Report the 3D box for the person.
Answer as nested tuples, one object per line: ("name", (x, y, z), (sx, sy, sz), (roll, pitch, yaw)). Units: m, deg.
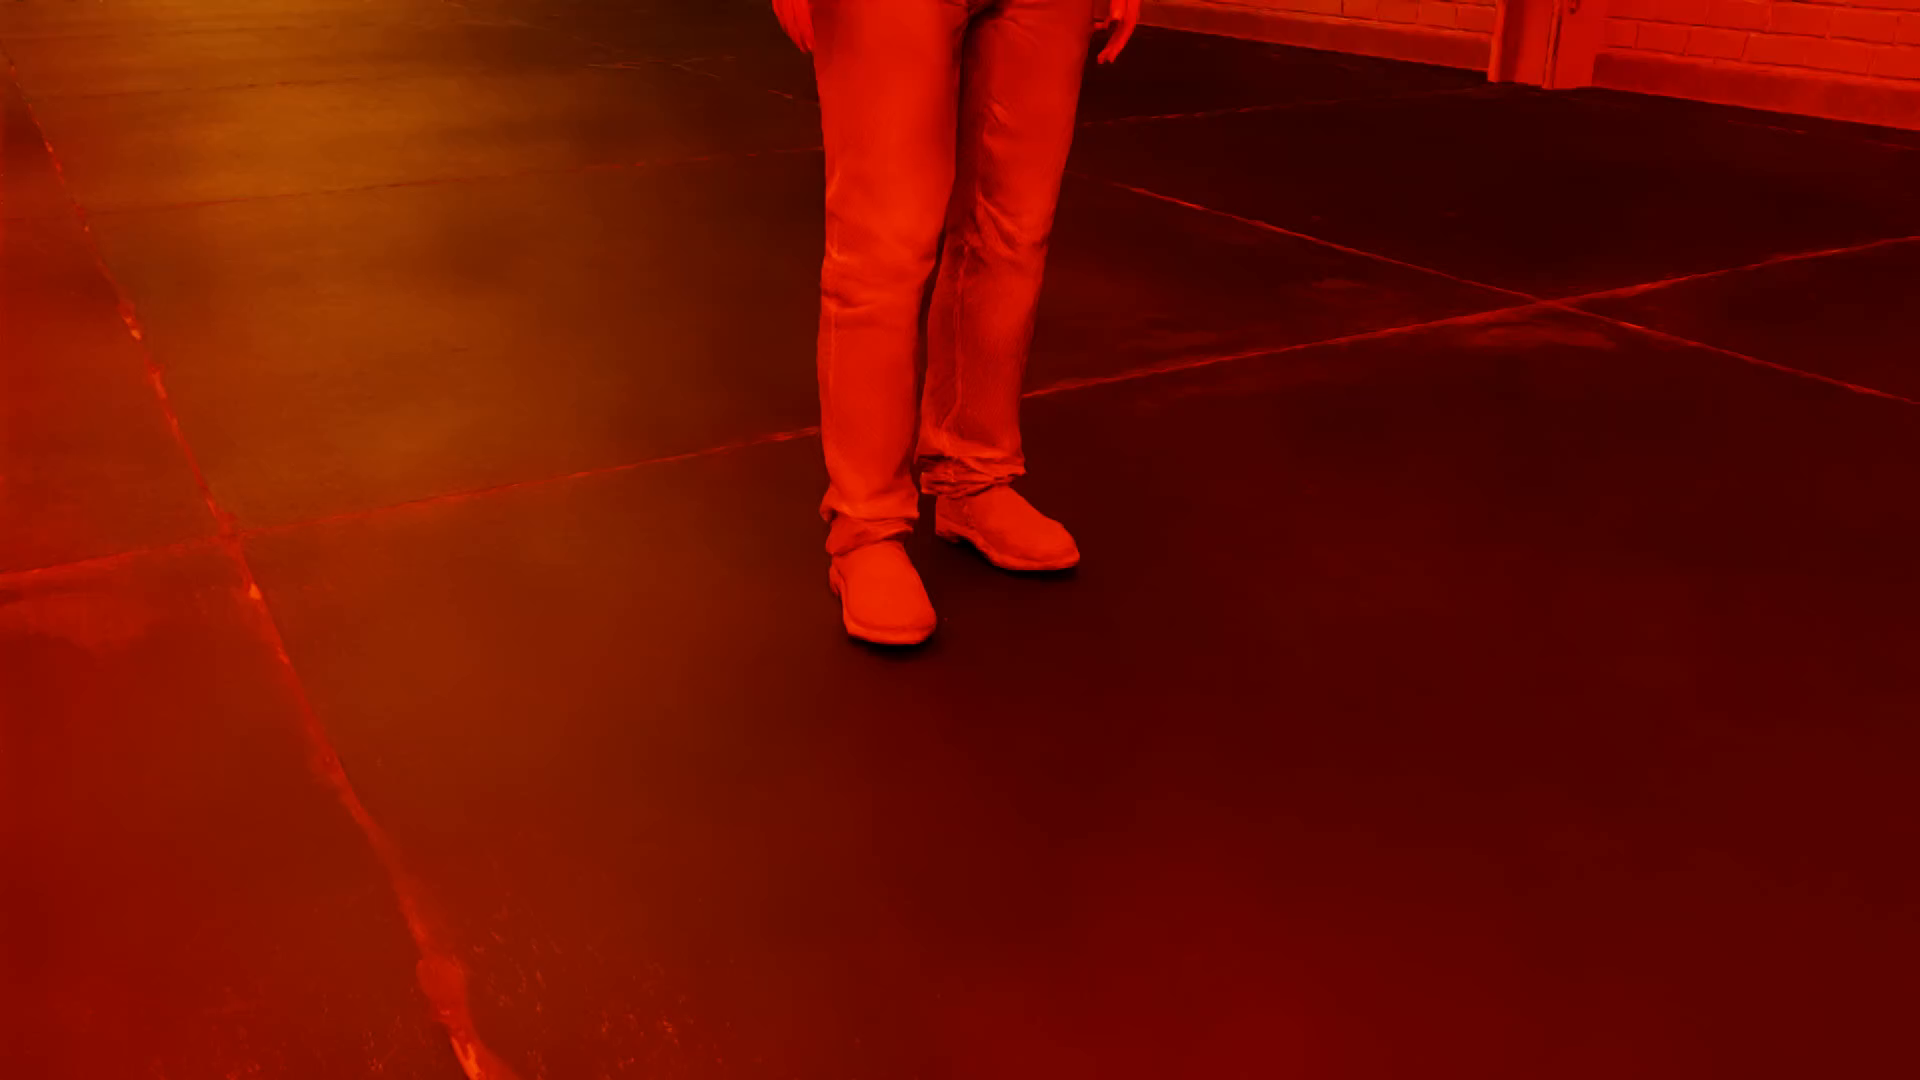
("person", (0.024, -0.806, 2.241), (0.632, 1.773, 0.567), (-12, 25, -28))
